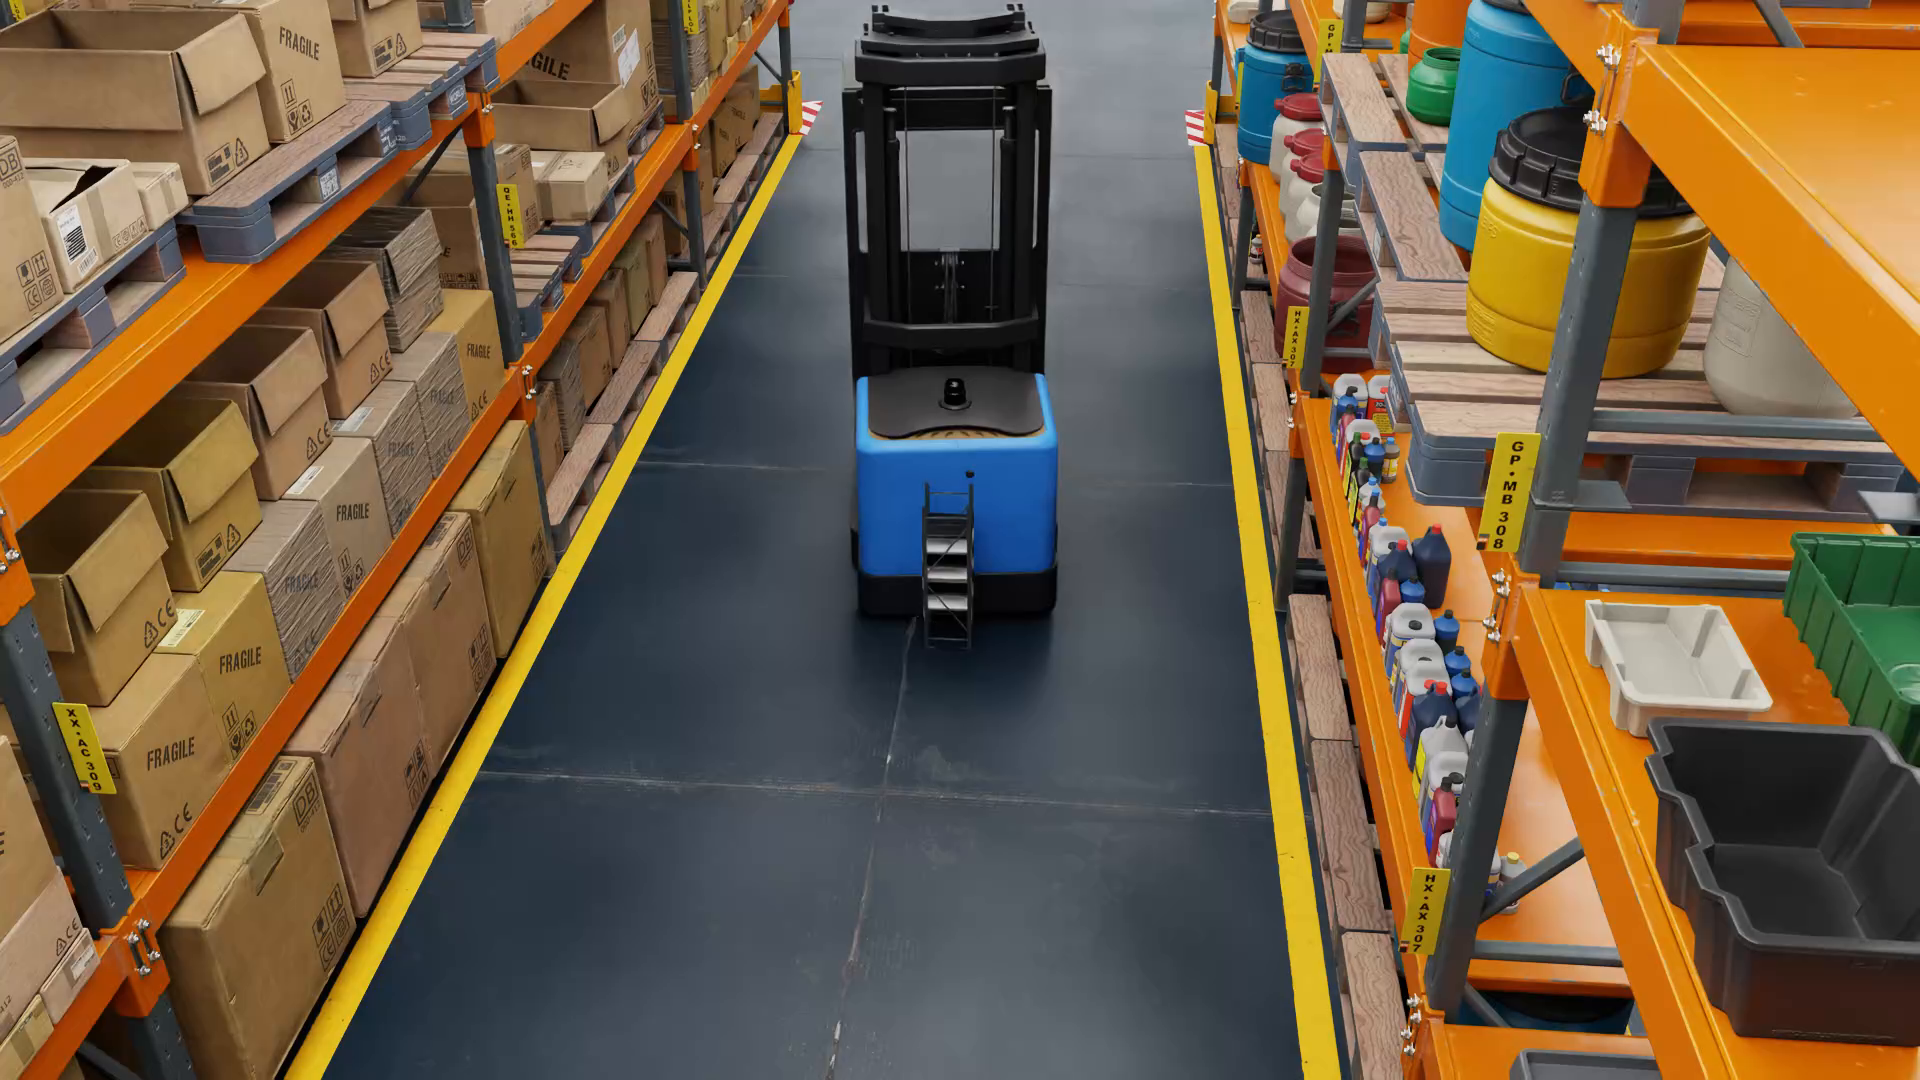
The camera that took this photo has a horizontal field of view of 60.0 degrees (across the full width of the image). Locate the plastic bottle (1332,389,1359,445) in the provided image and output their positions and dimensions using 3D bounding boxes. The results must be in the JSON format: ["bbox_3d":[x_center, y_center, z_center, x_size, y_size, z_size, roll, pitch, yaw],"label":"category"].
[{"bbox_3d":[1.792,-0.571,7.721,0.097,0.271,0.097,0,32,0],"label":"plastic bottle"}]

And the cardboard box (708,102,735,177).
[{"bbox_3d":[-2.251,-3.441,14.237,0.500,0.500,0.500,5,32,9],"label":"cardboard box"}]

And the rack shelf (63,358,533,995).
[{"bbox_3d":[-2.913,0.243,6.963,1.077,0.370,4.000,2,32,4],"label":"rack shelf"}]

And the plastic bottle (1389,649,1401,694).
[{"bbox_3d":[1.635,0.471,6.096,0.097,0.201,0.097,0,32,0],"label":"plastic bottle"}]

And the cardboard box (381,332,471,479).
[{"bbox_3d":[-2.590,-0.623,7.587,0.500,0.500,0.500,2,32,4],"label":"cardboard box"}]

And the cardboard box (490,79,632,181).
[{"bbox_3d":[-2.473,-2.513,10.251,0.797,0.503,0.637,6,32,9],"label":"cardboard box"}]

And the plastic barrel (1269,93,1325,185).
[{"bbox_3d":[2.216,-2.557,10.690,0.433,0.535,0.433,0,32,0],"label":"plastic barrel"}]

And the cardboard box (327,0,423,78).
[{"bbox_3d":[-2.728,-2.287,7.025,0.797,0.503,0.637,4,32,7],"label":"cardboard box"}]

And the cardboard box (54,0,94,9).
[{"bbox_3d":[-7.319,-4.012,13.038,0.875,0.550,0.550,2,32,4],"label":"cardboard box"}]

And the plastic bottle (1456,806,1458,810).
[{"bbox_3d":[1.624,0.929,5.353,0.097,0.201,0.097,0,32,0],"label":"plastic bottle"}]

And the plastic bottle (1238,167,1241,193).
[{"bbox_3d":[2.352,-2.993,13.709,0.097,0.271,0.097,0,32,0],"label":"plastic bottle"}]

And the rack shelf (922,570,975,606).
[{"bbox_3d":[-0.057,0.239,8.503,0.258,0.077,0.200,2,37,3],"label":"rack shelf"}]

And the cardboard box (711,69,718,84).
[{"bbox_3d":[-2.070,-3.587,12.731,0.380,0.149,0.250,2,32,4],"label":"cardboard box"}]

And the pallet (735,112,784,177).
[{"bbox_3d":[-2.206,-3.643,15.240,1.003,0.211,1.213,2,32,4],"label":"pallet"}]

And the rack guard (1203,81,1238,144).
[{"bbox_3d":[2.879,-3.975,15.504,1.175,0.500,0.348,2,32,4],"label":"rack guard"}]

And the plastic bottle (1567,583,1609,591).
[{"bbox_3d":[2.405,0.198,6.396,0.144,0.351,0.185,2,32,4],"label":"plastic bottle"}]

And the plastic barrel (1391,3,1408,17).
[{"bbox_3d":[2.523,-3.120,8.465,0.600,0.830,0.708,2,32,4],"label":"plastic barrel"}]

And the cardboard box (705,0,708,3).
[{"bbox_3d":[-2.095,-4.282,12.288,0.500,0.500,0.500,2,32,4],"label":"cardboard box"}]

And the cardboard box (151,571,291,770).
[{"bbox_3d":[-2.749,0.447,5.851,0.500,0.500,0.500,3,32,4],"label":"cardboard box"}]

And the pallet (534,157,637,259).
[{"bbox_3d":[-2.630,-2.065,10.204,1.003,0.211,1.213,2,32,4],"label":"pallet"}]

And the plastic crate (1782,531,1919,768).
[{"bbox_3d":[2.128,0.241,3.623,0.450,0.188,0.662,2,32,4],"label":"plastic crate"}]

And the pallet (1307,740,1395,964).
[{"bbox_3d":[2.062,1.339,7.156,1.003,0.211,1.213,2,32,4],"label":"pallet"}]

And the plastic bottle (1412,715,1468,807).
[{"bbox_3d":[1.610,0.720,5.550,0.144,0.351,0.185,2,32,4],"label":"plastic bottle"}]

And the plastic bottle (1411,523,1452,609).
[{"bbox_3d":[1.862,0.080,6.588,0.144,0.351,0.185,2,32,4],"label":"plastic bottle"}]

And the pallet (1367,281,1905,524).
[{"bbox_3d":[1.827,-0.417,4.669,1.213,0.211,1.003,2,32,4],"label":"pallet"}]

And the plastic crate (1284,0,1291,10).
[{"bbox_3d":[3.095,-4.743,14.510,0.499,0.251,0.616,2,32,4],"label":"plastic crate"}]

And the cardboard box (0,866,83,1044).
[{"bbox_3d":[-2.850,1.161,4.646,0.500,0.250,0.500,2,32,3],"label":"cardboard box"}]

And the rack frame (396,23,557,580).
[{"bbox_3d":[-2.750,-1.110,8.472,1.000,3.000,0.127,2,32,4],"label":"rack frame"}]

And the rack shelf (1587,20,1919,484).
[{"bbox_3d":[1.698,0.162,1.757,1.077,0.370,4.000,2,32,4],"label":"rack shelf"}]

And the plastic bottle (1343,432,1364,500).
[{"bbox_3d":[1.735,-0.326,7.311,0.061,0.283,0.133,2,32,4],"label":"plastic bottle"}]

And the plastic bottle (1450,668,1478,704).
[{"bbox_3d":[1.767,0.569,5.870,0.097,0.271,0.097,0,32,0],"label":"plastic bottle"}]

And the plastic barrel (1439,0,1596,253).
[{"bbox_3d":[1.847,-1.375,5.164,0.600,0.901,0.708,2,32,4],"label":"plastic barrel"}]

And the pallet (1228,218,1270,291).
[{"bbox_3d":[2.608,-2.152,12.821,1.003,0.211,1.213,2,32,4],"label":"pallet"}]

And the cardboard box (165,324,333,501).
[{"bbox_3d":[-2.930,-0.506,6.441,0.797,0.503,0.637,3,32,6],"label":"cardboard box"}]

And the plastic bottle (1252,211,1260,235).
[{"bbox_3d":[2.277,-2.398,12.668,0.144,0.351,0.185,2,32,3],"label":"plastic bottle"}]

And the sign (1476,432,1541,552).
[{"bbox_3d":[1.313,-0.112,3.985,0.100,0.325,0.005,2,32,4],"label":"sign"}]

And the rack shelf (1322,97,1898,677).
[{"bbox_3d":[2.024,-0.823,5.833,1.077,0.370,4.000,2,32,4],"label":"rack shelf"}]

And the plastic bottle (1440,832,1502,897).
[{"bbox_3d":[1.571,1.027,5.124,0.152,0.276,0.135,2,32,4],"label":"plastic bottle"}]

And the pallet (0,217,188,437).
[{"bbox_3d":[-3.050,-0.695,5.122,0.805,0.209,1.217,1,32,2],"label":"pallet"}]

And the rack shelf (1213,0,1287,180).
[{"bbox_3d":[2.675,-3.729,13.408,1.077,0.370,4.000,2,32,4],"label":"rack shelf"}]

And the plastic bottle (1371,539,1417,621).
[{"bbox_3d":[1.699,0.144,6.484,0.144,0.351,0.185,2,32,4],"label":"plastic bottle"}]

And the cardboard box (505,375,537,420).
[{"bbox_3d":[-2.725,-0.904,9.386,0.500,0.250,0.500,4,32,6],"label":"cardboard box"}]

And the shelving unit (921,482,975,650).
[{"bbox_3d":[-0.058,0.141,8.429,0.258,0.900,0.210,2,37,3],"label":"shelving unit"}]

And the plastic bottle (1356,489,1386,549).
[{"bbox_3d":[1.717,-0.088,6.937,0.097,0.271,0.097,0,32,0],"label":"plastic bottle"}]

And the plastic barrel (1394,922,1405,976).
[{"bbox_3d":[1.980,1.254,6.236,0.600,0.901,0.708,2,32,4],"label":"plastic barrel"}]

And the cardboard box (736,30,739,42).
[{"bbox_3d":[-2.023,-4.111,13.582,0.380,0.149,0.250,2,32,4],"label":"cardboard box"}]

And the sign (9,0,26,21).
[{"bbox_3d":[-6.818,-3.907,11.983,0.100,0.325,0.005,2,32,4],"label":"sign"}]

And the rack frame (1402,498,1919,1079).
[{"bbox_3d":[1.861,1.194,4.734,1.000,3.000,0.127,2,32,4],"label":"rack frame"}]

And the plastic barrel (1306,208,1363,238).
[{"bbox_3d":[2.057,-1.493,8.987,0.421,0.512,0.421,0,32,0],"label":"plastic barrel"}]

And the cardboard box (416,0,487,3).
[{"bbox_3d":[-2.455,-2.877,7.908,0.500,0.500,0.500,3,32,4],"label":"cardboard box"}]

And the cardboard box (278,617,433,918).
[{"bbox_3d":[-2.972,0.905,6.828,1.225,0.875,0.875,1,32,2],"label":"cardboard box"}]

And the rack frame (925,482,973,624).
[{"bbox_3d":[-0.052,0.080,8.510,0.240,0.900,0.006,2,37,3],"label":"rack frame"}]

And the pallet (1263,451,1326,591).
[{"bbox_3d":[2.288,-0.114,9.515,1.003,0.211,1.213,2,32,4],"label":"pallet"}]

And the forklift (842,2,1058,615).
[{"bbox_3d":[-0.079,-1.596,9.326,1.130,2.935,3.031,-1,32,-2],"label":"forklift"}]

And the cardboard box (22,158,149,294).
[{"bbox_3d":[-2.897,-1.006,5.128,0.500,0.311,0.500,1,32,2],"label":"cardboard box"}]

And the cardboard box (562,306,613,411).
[{"bbox_3d":[-2.644,-1.171,10.535,0.700,0.500,0.500,5,32,8],"label":"cardboard box"}]

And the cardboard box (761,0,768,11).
[{"bbox_3d":[-1.906,-4.764,14.642,0.380,0.149,0.250,2,32,4],"label":"cardboard box"}]

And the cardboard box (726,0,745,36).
[{"bbox_3d":[-2.228,-4.388,13.413,0.875,0.500,0.500,2,32,4],"label":"cardboard box"}]
